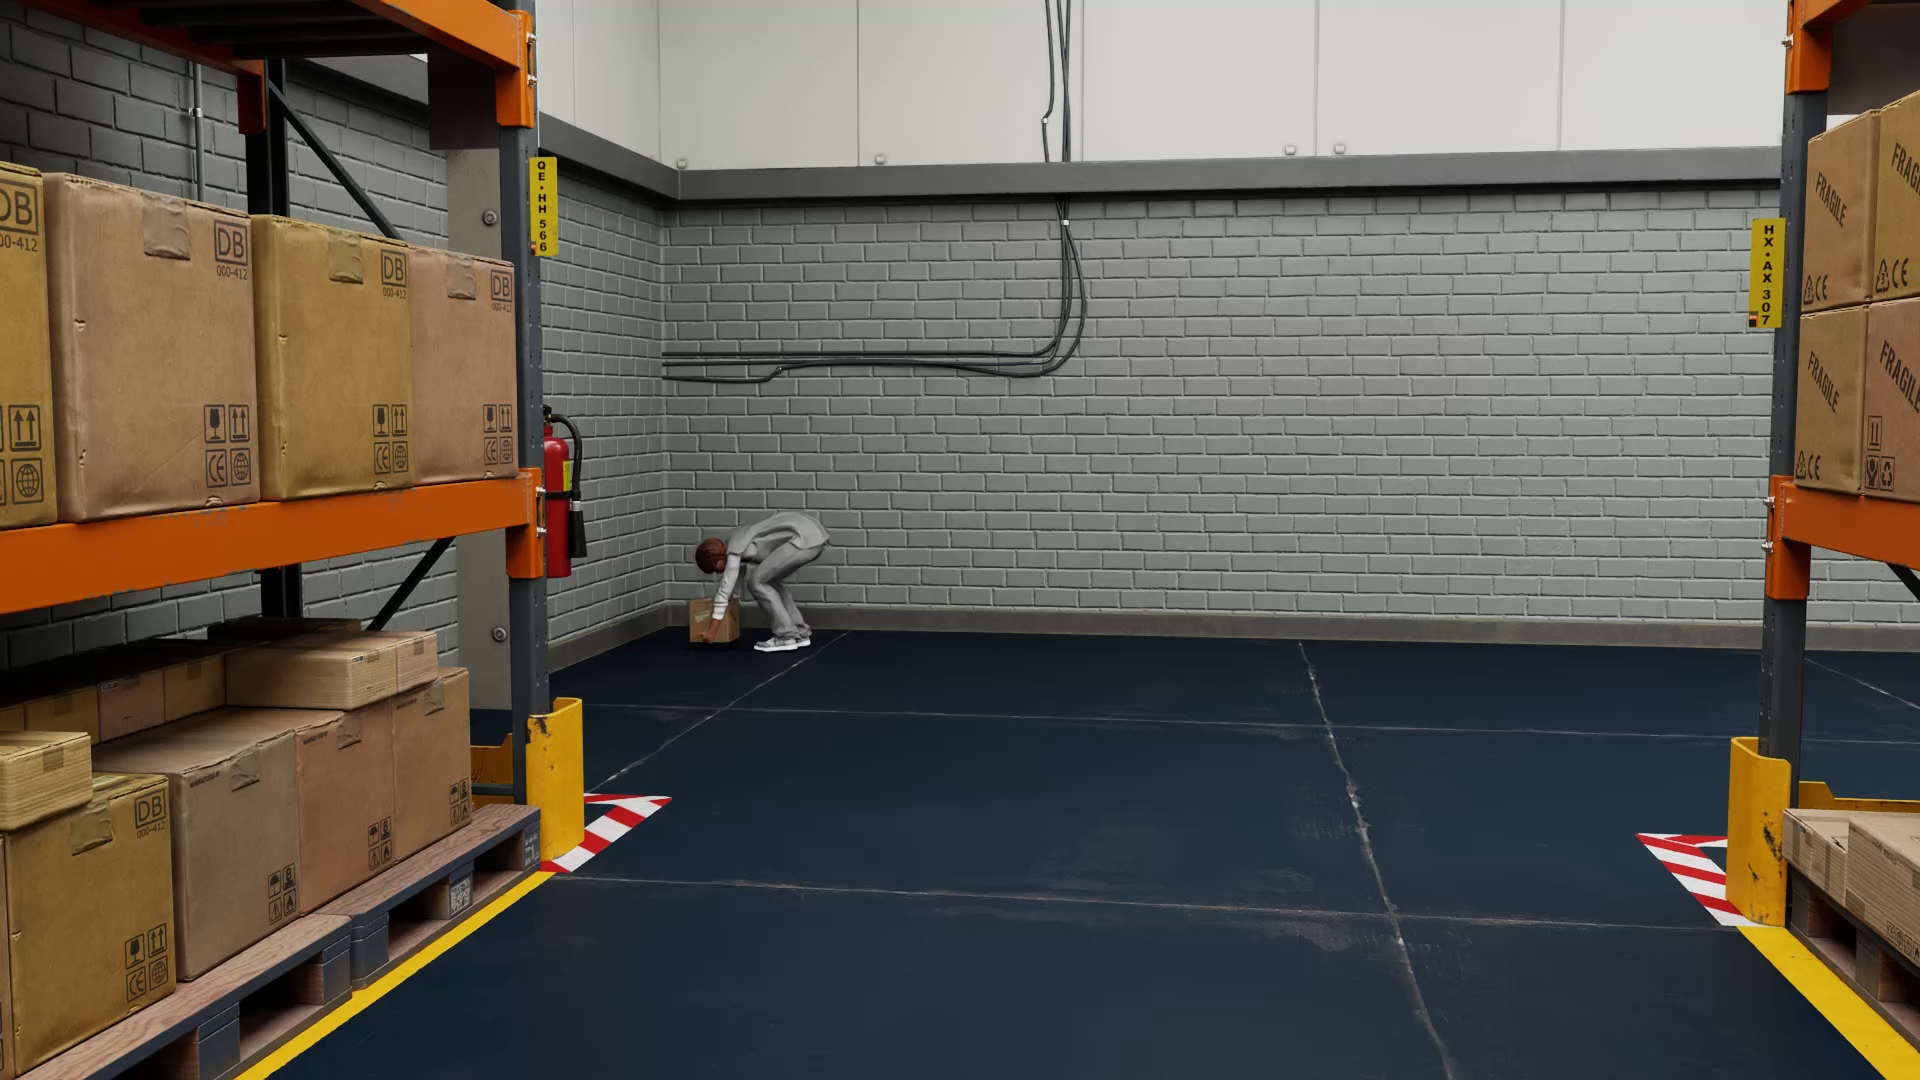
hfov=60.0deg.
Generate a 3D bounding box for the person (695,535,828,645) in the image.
[{"bbox_3d":[-1.250,0.255,10.440,0.840,0.801,0.353,0,5,6],"label":"person"}]
